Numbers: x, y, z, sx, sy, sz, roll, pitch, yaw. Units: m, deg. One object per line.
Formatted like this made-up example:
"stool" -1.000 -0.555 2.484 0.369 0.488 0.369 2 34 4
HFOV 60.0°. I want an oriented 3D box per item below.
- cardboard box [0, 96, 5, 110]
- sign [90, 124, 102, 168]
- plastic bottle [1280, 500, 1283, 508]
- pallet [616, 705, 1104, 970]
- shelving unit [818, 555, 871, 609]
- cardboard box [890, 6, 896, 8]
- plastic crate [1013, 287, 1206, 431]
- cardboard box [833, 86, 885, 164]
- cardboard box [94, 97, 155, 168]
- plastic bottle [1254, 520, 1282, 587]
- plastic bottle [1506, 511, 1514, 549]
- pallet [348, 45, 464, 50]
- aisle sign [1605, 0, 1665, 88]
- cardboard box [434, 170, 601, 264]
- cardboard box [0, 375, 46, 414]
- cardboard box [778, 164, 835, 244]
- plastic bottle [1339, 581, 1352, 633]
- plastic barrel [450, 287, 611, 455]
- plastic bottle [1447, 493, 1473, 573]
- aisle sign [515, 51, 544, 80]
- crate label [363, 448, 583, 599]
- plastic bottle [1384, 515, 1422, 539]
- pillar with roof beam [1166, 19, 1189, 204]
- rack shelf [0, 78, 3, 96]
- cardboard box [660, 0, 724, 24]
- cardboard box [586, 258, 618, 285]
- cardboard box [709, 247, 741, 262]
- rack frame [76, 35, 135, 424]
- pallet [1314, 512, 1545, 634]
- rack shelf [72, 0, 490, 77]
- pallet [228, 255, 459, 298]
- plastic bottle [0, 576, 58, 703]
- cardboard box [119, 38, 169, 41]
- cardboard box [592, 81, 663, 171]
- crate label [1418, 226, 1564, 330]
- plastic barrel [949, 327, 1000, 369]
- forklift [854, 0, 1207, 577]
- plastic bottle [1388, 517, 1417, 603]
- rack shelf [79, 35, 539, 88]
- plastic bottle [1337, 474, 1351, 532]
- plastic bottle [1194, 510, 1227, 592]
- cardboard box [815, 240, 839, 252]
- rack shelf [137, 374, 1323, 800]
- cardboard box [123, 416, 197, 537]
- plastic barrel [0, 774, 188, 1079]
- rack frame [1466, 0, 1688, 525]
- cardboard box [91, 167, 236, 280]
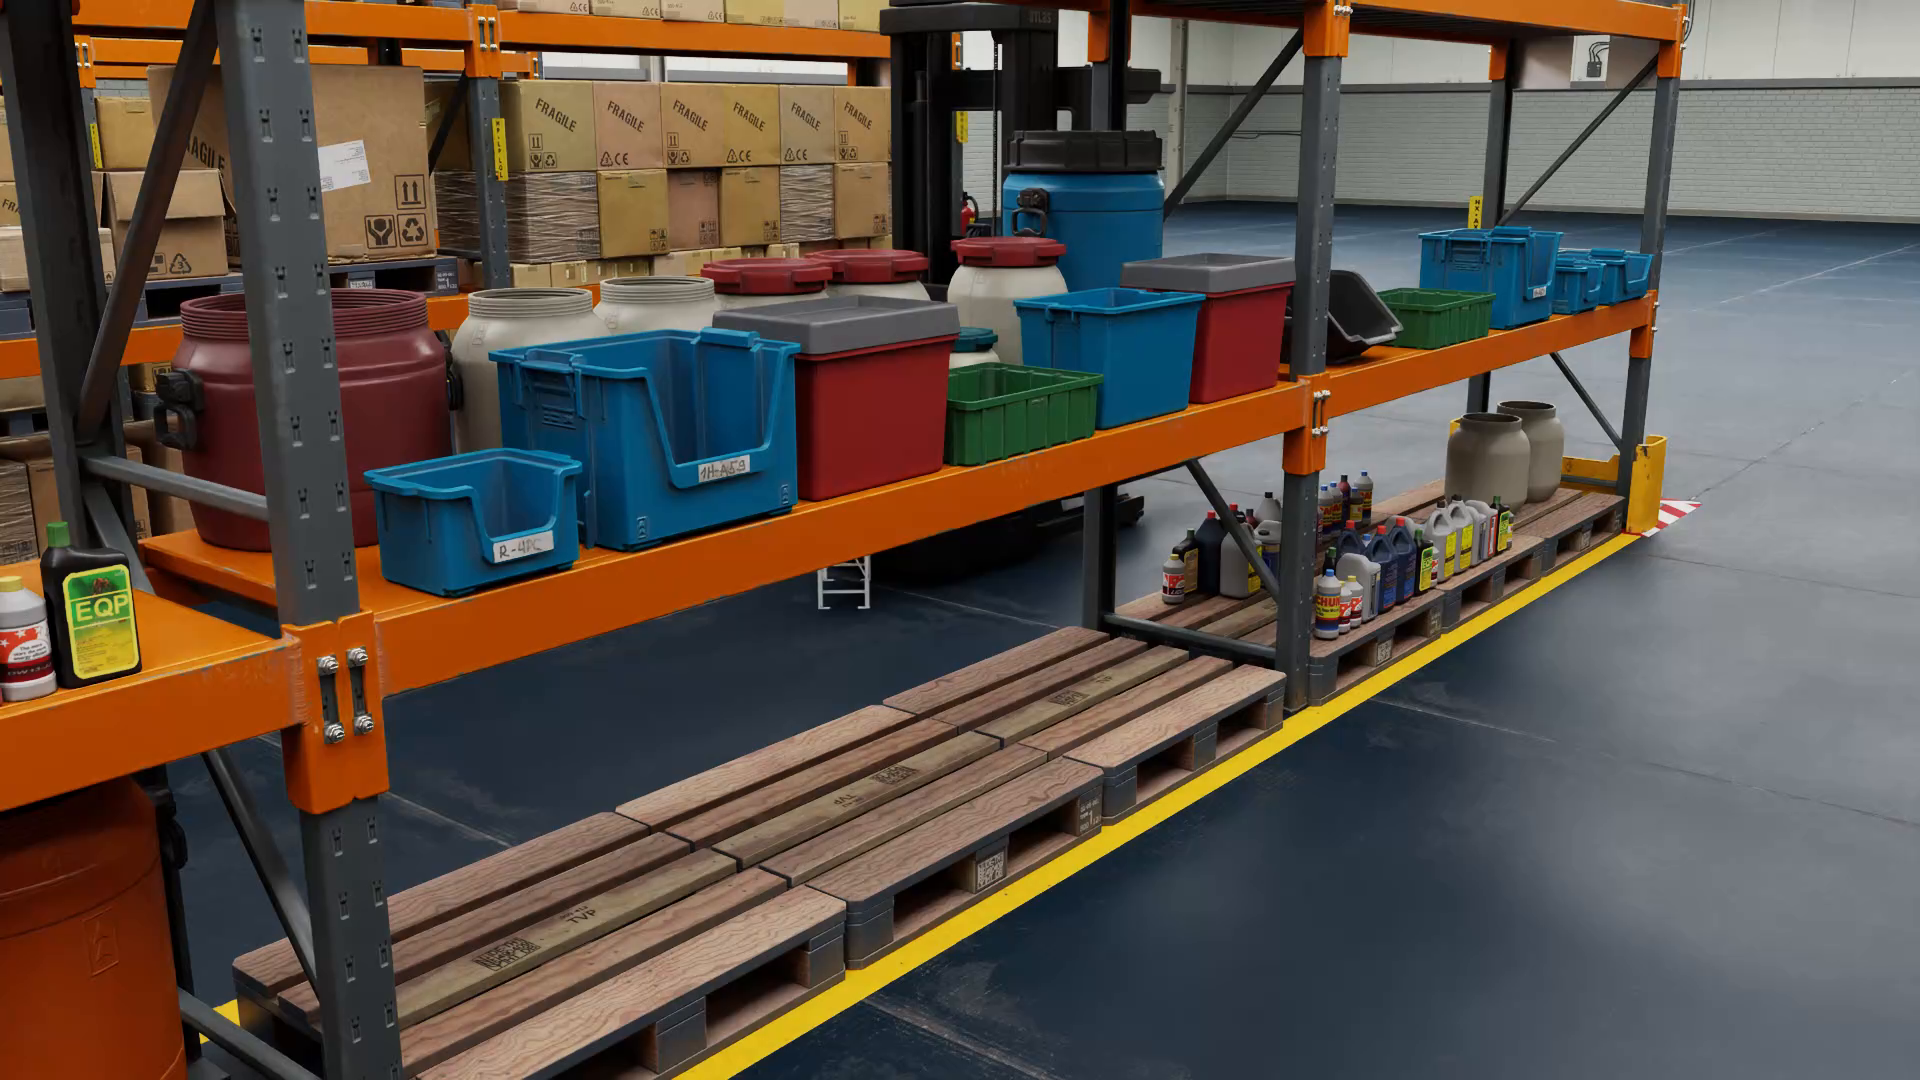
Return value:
"cardboard box" -9.502 -4.077 16.243 0.700 0.500 0.500 11 18 36
"sign" -6.280 -2.857 12.087 0.100 0.325 0.005 11 18 38
"plastic bottle" 1.548 -0.053 7.879 0.152 0.276 0.135 12 18 39
"pallet" -0.292 0.880 5.232 1.003 0.211 1.213 11 18 38
"shelving unit" -0.556 -0.317 7.935 0.258 1.200 0.503 -1 14 -2
"cardboard box" -0.506 -3.645 11.592 0.500 0.250 0.500 12 18 39
"plastic crate" 0.487 -0.596 5.409 0.392 0.384 0.575 11 18 38
"cardboard box" -0.863 -2.833 11.343 0.500 0.500 0.500 11 18 38
"cardboard box" -6.450 -3.078 12.649 0.875 0.550 0.550 11 18 38
"plastic bottle" 1.370 0.057 7.444 0.152 0.276 0.135 11 18 38
"plastic bottle" 2.639 -0.066 8.082 0.097 0.201 0.097 0 14 0
"pallet" -4.653 -4.450 14.634 1.003 0.211 1.213 11 18 38
"aisle sign" 3.729 -2.857 8.997 0.394 0.787 0.004 11 18 38
"cardboard box" -2.583 -1.899 9.698 0.875 0.500 0.500 11 18 38
"cardboard box" -7.029 -1.397 12.245 1.050 0.750 0.750 11 18 37
"cardboard box" -1.336 -2.284 11.213 0.875 0.500 0.500 11 18 38
"plastic bottle" 1.543 0.267 6.768 0.097 0.201 0.097 0 14 0
"plastic barrel" -1.095 -0.381 4.304 0.421 0.512 0.421 0 14 0
"plastic bottle" 2.271 -0.036 7.659 0.144 0.351 0.185 12 19 40
"aisle sign" -3.917 -4.410 15.109 0.394 0.787 0.004 11 18 38
"crate label" -1.019 -0.039 3.522 0.303 0.233 0.416 11 18 38
"plastic bottle" 2.023 0.018 7.599 0.152 0.276 0.135 11 18 38
"pillar with roof beam" 9.094 -12.689 40.797 9.100 9.000 0.400 11 18 38
"rack shelf" -13.228 -5.419 19.730 1.077 0.370 4.000 11 18 38
"cardboard box" -1.783 -3.253 10.048 0.500 0.250 0.500 10 18 35
"cardboard box" -2.242 -1.600 9.841 0.380 0.149 0.250 11 18 38
"cardboard box" -1.613 -1.792 10.594 0.380 0.149 0.250 11 18 38
"rack frame" -6.709 -2.416 12.543 1.000 3.000 0.127 11 18 38
"pallet" 2.159 0.132 8.176 1.003 0.211 1.213 11 18 38
"rack shelf" -4.171 -2.352 7.657 1.077 0.370 4.000 11 18 38
"pallet" -3.508 -1.413 8.981 1.003 0.211 1.213 11 18 38
"plastic bottle" -1.585 0.162 2.796 0.097 0.201 0.097 0 14 0
"cardboard box" -8.548 -5.221 17.190 0.500 0.250 0.500 11 18 37
"cardboard box" -2.121 -2.450 9.835 0.500 0.500 0.500 11 18 38
"crate label" 2.506 -1.252 7.887 0.502 0.435 0.616 11 18 38
"plastic barrel" -0.013 -0.566 5.541 0.301 0.262 0.301 0 14 0
"forklift" 0.398 -1.541 9.235 1.130 2.935 3.031 11 18 38
"plastic bottle" 1.887 0.081 7.198 0.144 0.351 0.185 10 18 35
"rack shelf" -5.452 -3.905 13.770 1.077 0.370 4.000 11 18 38
"plastic bottle" 1.914 -0.186 8.387 0.061 0.283 0.133 12 18 38
"plastic bottle" 1.119 0.040 7.361 0.144 0.351 0.185 11 18 36
"cardboard box" -1.052 -1.997 11.401 0.380 0.149 0.250 11 18 38
"rack shelf" -0.319 -0.131 5.009 1.077 0.370 4.000 11 18 38
"cardboard box" -3.983 -0.321 8.479 0.700 0.500 0.500 9 17 33
"plastic barrel" -1.870 0.848 3.249 0.600 0.830 0.708 11 18 38
"rack frame" 3.452 -1.629 9.443 1.000 3.000 0.127 11 18 38
"cardboard box" -3.932 -1.537 8.018 0.797 0.503 0.637 14 20 43
